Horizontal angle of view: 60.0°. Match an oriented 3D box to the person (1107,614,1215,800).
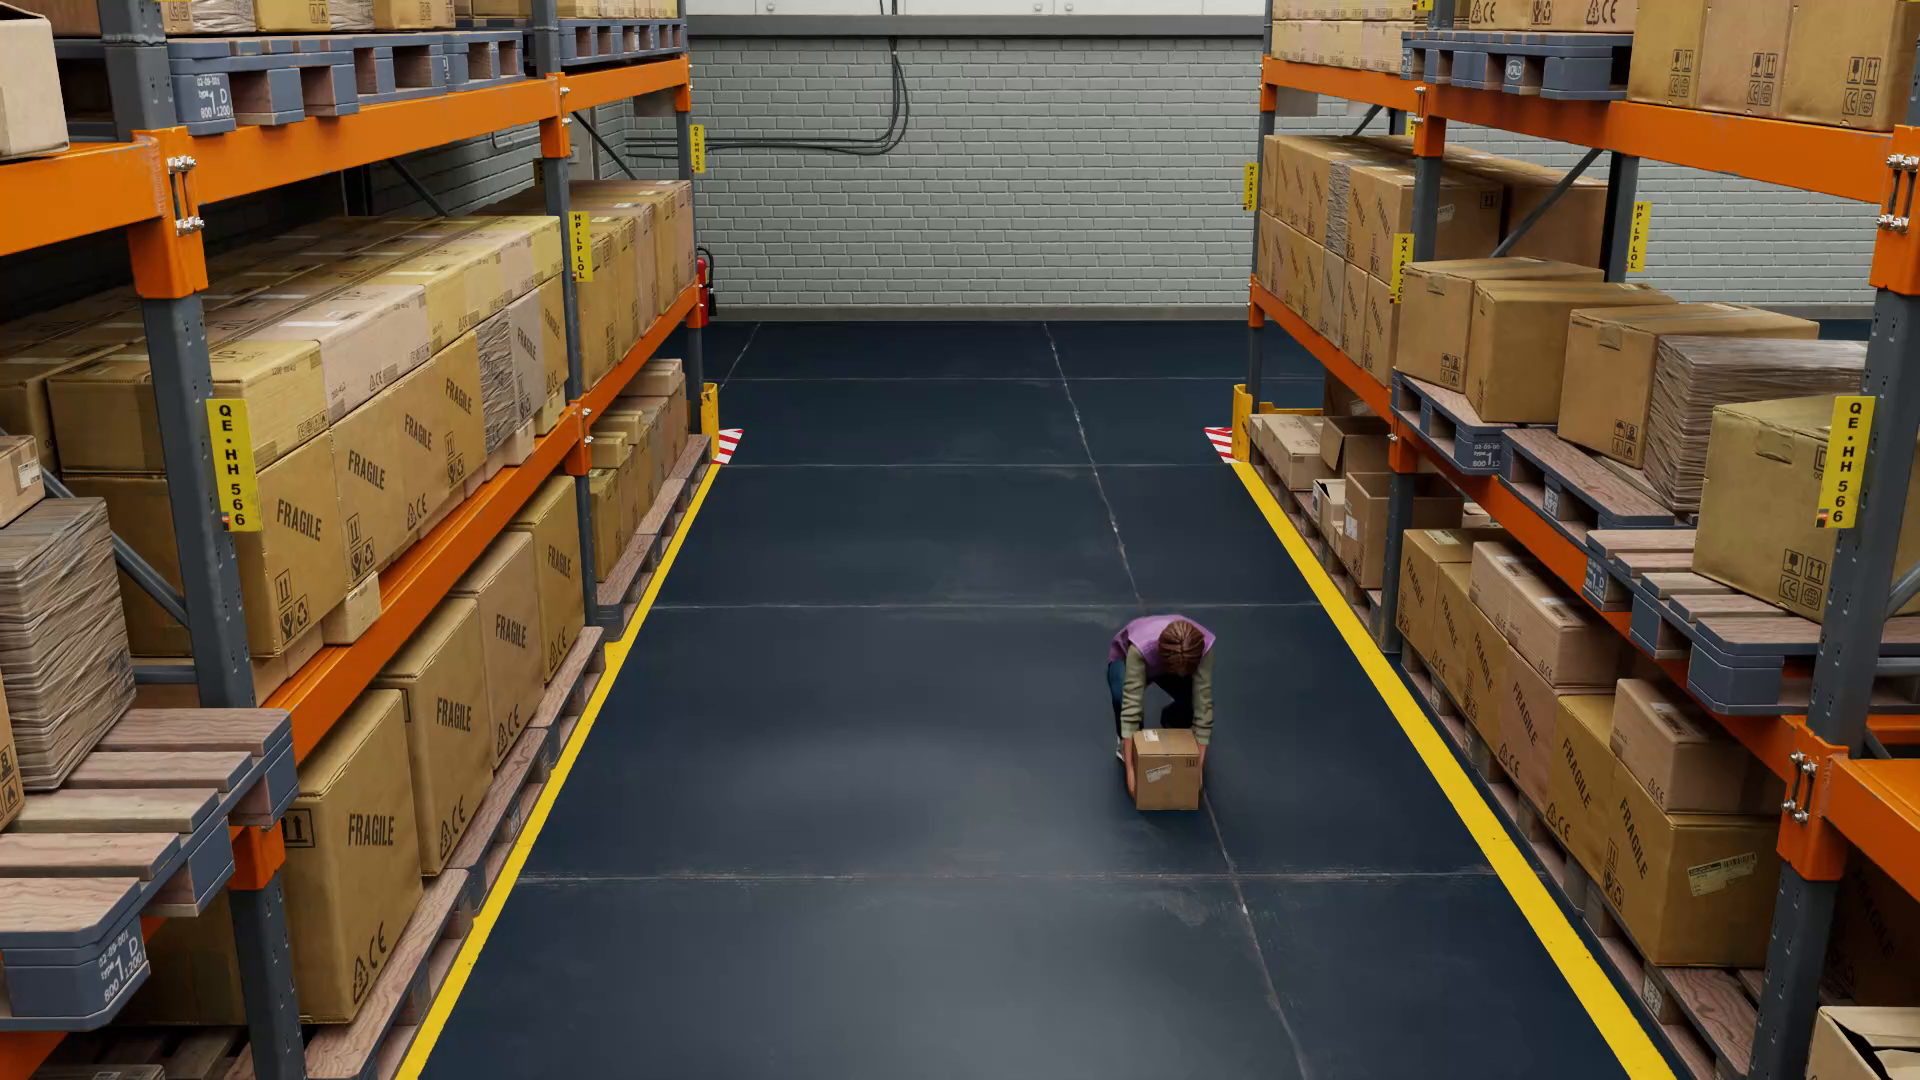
[{"bbox_3d":[0.848,0.613,7.063,0.434,0.764,0.809,0,17,-1],"label":"person"}]
